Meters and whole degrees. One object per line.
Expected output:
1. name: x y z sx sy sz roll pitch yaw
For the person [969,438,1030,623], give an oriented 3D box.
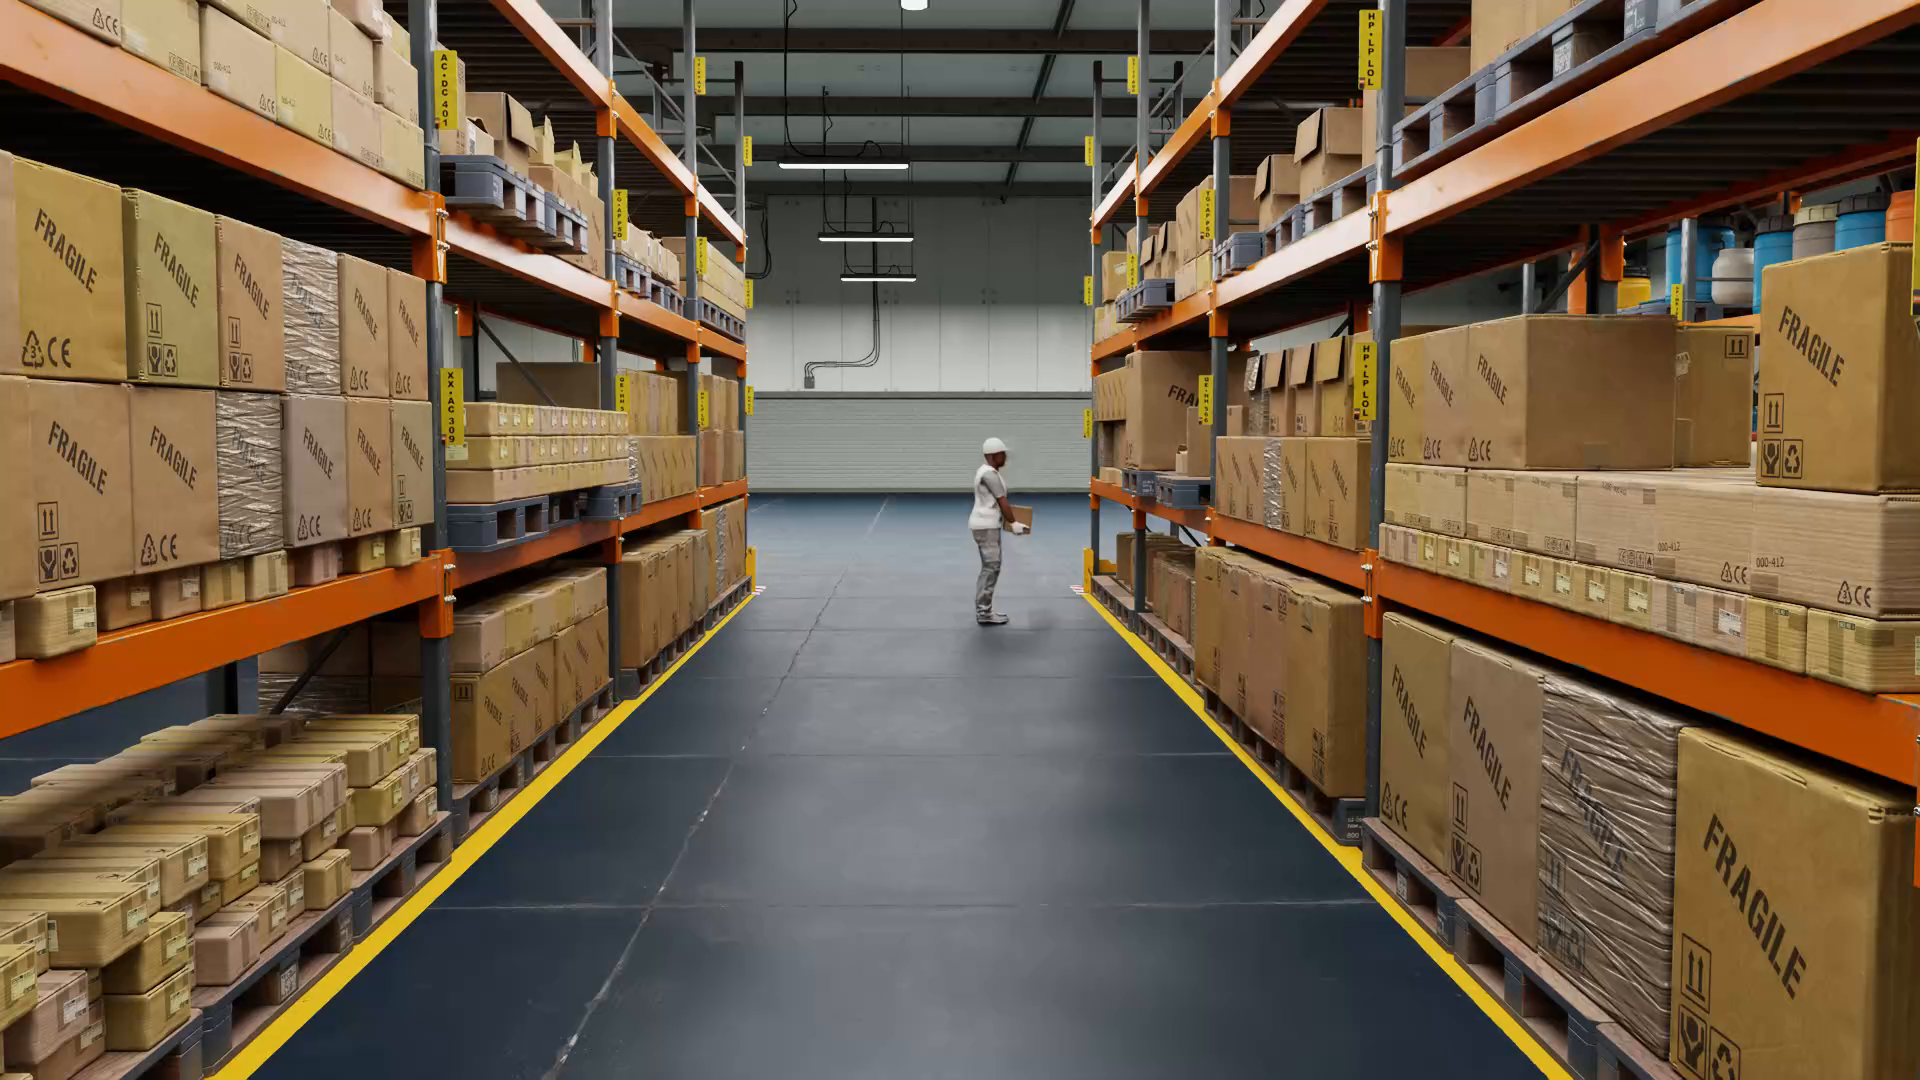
1. person: 0.376 -0.099 16.083 0.588 1.778 0.491 0 4 -2
